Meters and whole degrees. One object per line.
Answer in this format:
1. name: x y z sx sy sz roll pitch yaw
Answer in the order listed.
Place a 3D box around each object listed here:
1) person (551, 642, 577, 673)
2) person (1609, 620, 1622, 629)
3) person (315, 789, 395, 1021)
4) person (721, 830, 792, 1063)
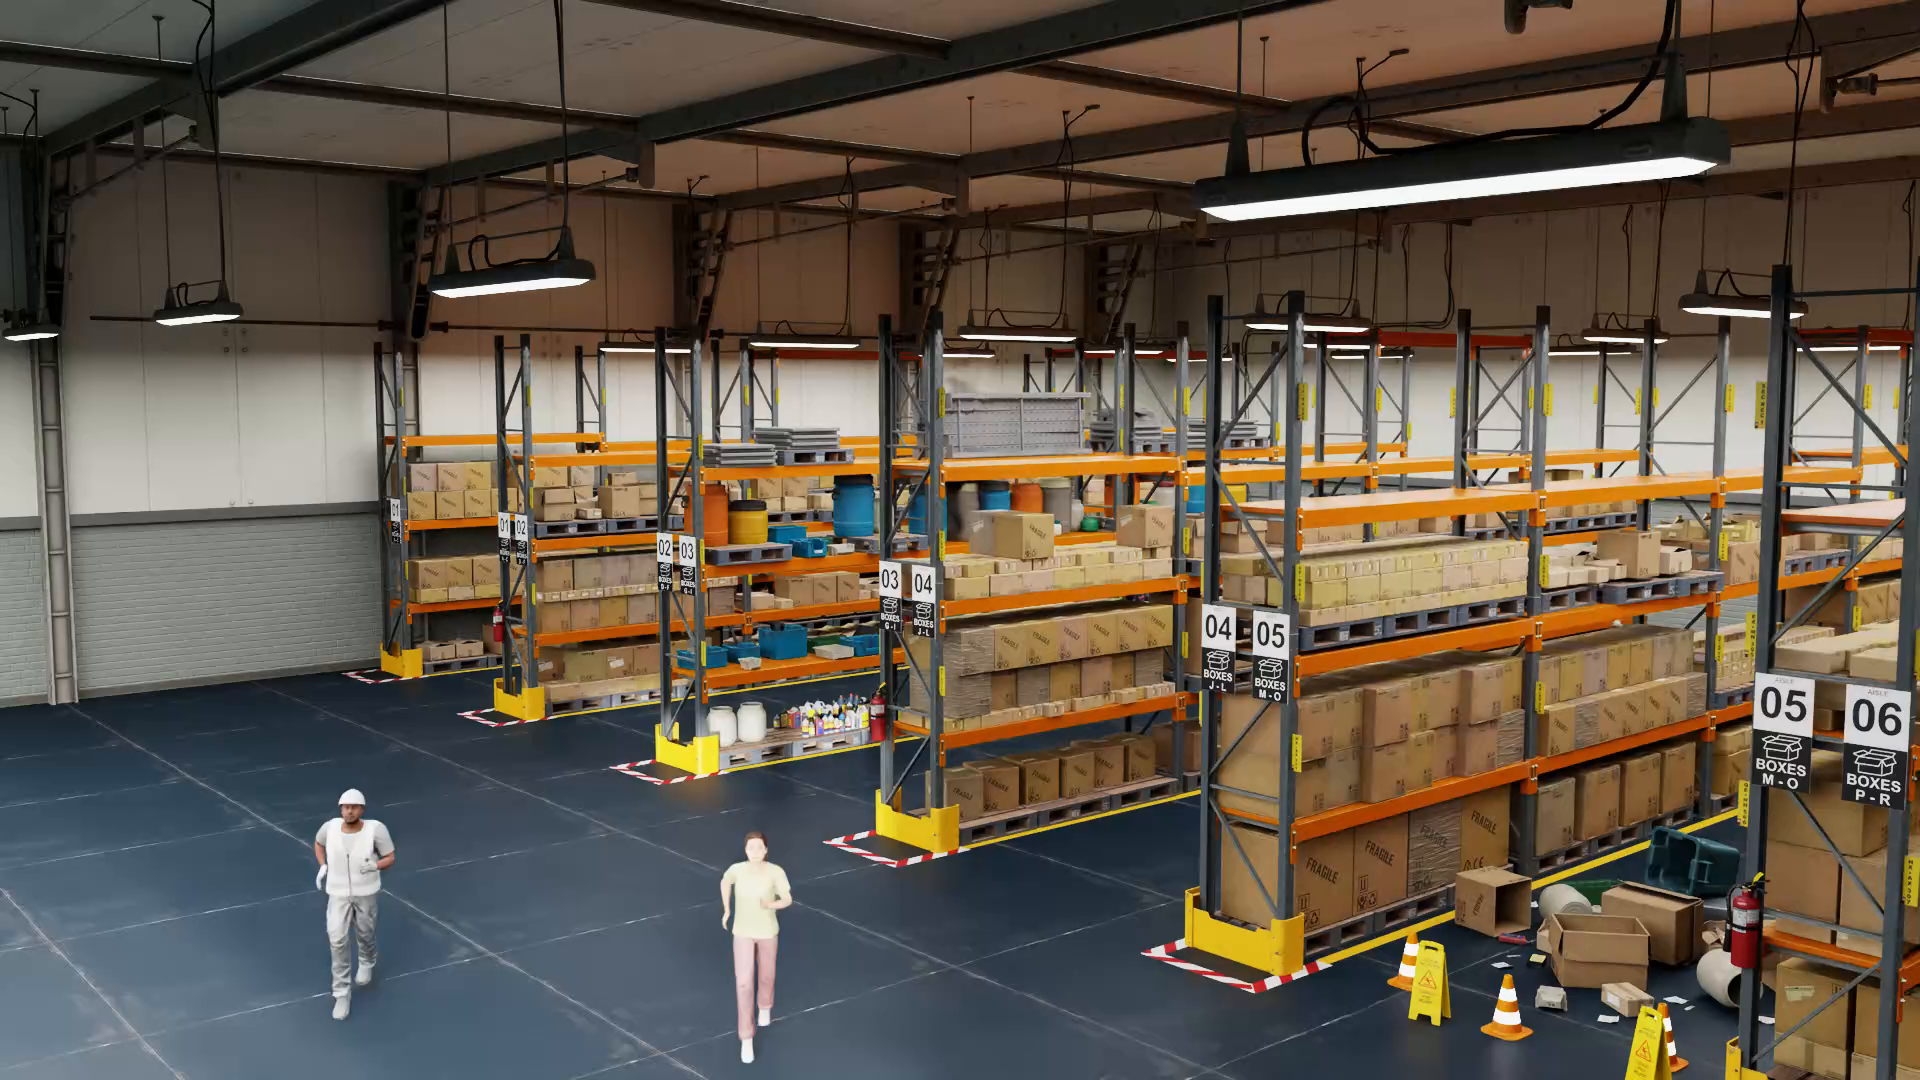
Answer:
1. person: -6.770 1.723 28.460 0.652 1.718 0.653 4 6 36
2. person: 10.006 2.042 25.515 0.610 1.635 0.515 4 7 39
3. person: -5.092 2.995 14.003 0.667 1.836 0.880 -1 5 -14
4. person: -1.600 3.124 13.090 0.557 1.699 0.881 -1 5 -7
